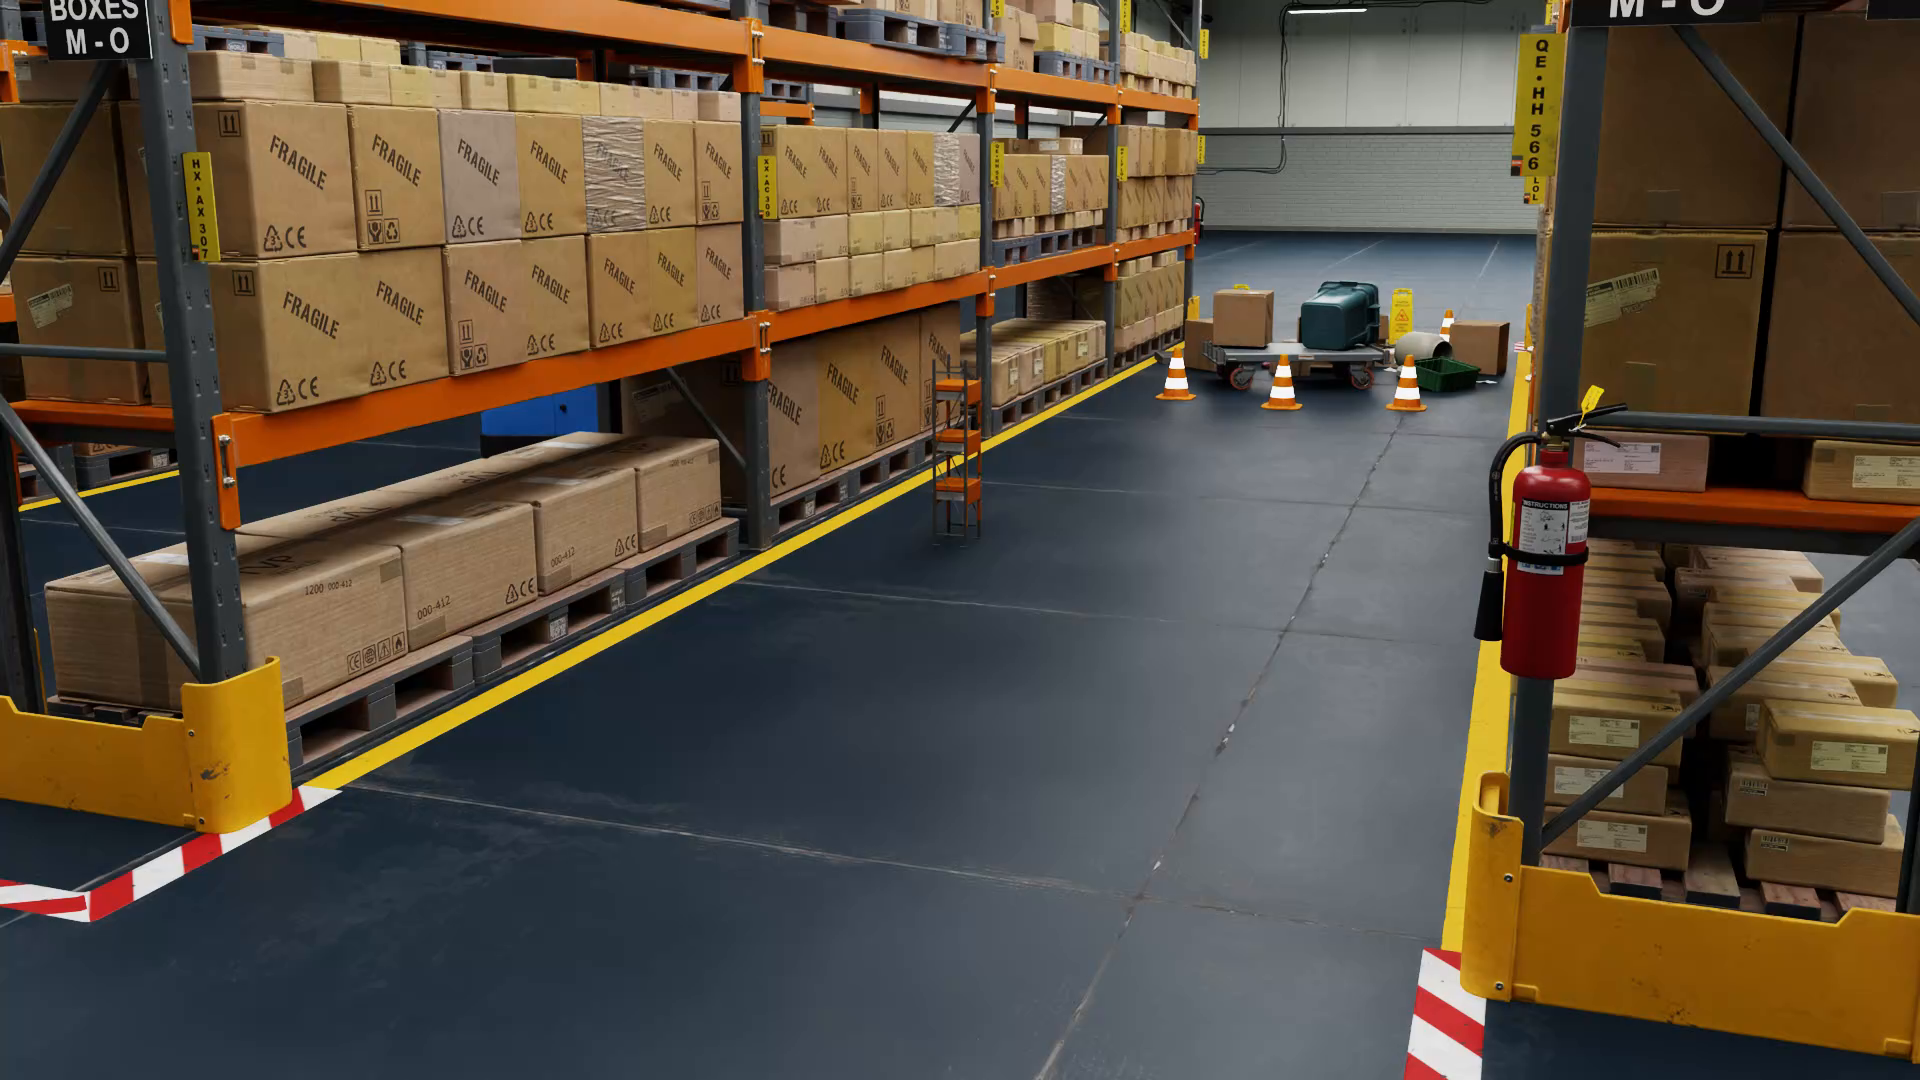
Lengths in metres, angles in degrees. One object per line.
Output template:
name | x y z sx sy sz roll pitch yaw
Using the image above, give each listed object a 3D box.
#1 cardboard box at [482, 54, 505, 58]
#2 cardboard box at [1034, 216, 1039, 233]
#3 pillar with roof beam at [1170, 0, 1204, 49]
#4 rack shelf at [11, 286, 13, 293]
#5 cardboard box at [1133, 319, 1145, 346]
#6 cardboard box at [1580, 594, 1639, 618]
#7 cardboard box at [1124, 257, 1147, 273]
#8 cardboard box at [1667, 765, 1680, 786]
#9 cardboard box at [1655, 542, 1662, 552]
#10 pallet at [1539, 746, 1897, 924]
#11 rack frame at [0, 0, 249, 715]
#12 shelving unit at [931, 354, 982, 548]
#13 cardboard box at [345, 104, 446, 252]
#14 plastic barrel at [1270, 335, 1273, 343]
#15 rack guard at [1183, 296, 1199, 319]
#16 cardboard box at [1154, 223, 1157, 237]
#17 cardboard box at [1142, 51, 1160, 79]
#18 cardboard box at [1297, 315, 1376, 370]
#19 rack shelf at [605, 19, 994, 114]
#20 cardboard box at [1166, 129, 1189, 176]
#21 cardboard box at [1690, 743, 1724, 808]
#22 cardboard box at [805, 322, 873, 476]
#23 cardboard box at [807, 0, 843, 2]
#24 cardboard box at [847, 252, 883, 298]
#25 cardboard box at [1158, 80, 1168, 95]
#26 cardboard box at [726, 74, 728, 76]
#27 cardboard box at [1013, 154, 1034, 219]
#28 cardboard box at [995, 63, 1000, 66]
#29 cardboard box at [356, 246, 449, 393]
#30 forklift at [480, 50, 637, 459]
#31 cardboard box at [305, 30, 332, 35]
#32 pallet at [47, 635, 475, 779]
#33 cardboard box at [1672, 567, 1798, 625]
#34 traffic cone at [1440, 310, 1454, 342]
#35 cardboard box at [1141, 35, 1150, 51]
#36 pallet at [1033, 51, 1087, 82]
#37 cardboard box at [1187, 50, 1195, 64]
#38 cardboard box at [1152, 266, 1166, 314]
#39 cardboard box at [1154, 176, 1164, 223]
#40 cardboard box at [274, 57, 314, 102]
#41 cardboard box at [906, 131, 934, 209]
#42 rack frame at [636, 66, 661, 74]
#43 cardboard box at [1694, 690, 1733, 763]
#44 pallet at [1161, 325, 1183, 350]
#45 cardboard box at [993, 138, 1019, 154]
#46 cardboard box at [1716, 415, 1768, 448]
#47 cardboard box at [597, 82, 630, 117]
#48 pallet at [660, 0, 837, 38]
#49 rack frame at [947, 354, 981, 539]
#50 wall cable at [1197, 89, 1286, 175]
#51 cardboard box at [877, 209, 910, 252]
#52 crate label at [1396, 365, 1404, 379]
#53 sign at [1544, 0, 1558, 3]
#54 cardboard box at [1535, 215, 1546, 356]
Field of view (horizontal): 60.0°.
cardboard box | -4.151 -4.751 15.426 0.500 0.500 0.500 5 14 20
cardboard box | 0.456 -2.704 14.214 0.380 0.149 0.250 5 14 21
pillar with roof beam | 10.345 -13.171 46.970 9.100 9.000 0.548 4 14 18
rack shelf | -5.593 -1.865 12.534 1.077 0.370 4.000 4 14 18
cardboard box | 1.655 -2.204 17.641 0.500 0.250 0.500 5 14 22
cardboard box | 2.089 0.282 5.638 0.380 0.149 0.250 5 14 20
cardboard box | 1.755 -2.903 17.560 0.380 0.149 0.250 5 14 21
cardboard box | 1.917 0.597 4.927 0.380 0.149 0.250 4 13 17
cardboard box | 3.665 -0.225 8.408 0.500 0.500 0.500 5 14 21
pallet | 2.201 0.914 5.007 1.003 0.211 1.213 4 14 18
rack frame | -2.836 -0.596 5.357 1.000 3.000 0.127 4 14 18
shelving unit | -0.017 -0.501 9.322 0.215 1.050 0.252 4 14 18
cardboard box | -2.251 -1.322 6.066 0.500 0.500 0.500 4 13 17
plastic barrel | 3.105 -2.165 18.020 0.421 0.421 0.512 -8 15 -30
rack guard | 2.316 -2.730 20.324 1.175 0.500 0.348 4 14 18
cardboard box | 1.930 -3.367 18.062 0.380 0.149 0.250 4 14 18
cardboard box | 1.780 -4.943 17.332 0.500 0.250 0.500 4 14 19
cardboard box | 3.873 -2.064 17.095 0.797 0.637 0.503 4 14 18
rack shelf | -0.895 -2.971 10.638 1.077 0.370 4.000 4 14 18
cardboard box | 2.144 -4.302 18.453 0.700 0.500 0.500 4 14 18
cardboard box | 2.434 0.724 5.040 0.380 0.149 0.250 5 14 19
cardboard box | -1.132 -0.934 10.669 0.875 0.875 0.875 5 14 20
cardboard box | -0.982 -3.318 9.376 0.500 0.500 0.500 4 13 17
cardboard box | -0.803 -1.654 10.331 0.500 0.250 0.500 4 14 18
cardboard box | 2.035 -4.883 17.962 0.380 0.149 0.250 4 14 18
cardboard box | -2.921 -5.648 19.349 0.797 0.503 0.637 5 14 20
cardboard box | 0.279 -2.867 13.471 0.500 0.500 0.500 5 14 21
cardboard box | 0.098 -3.785 12.890 0.396 0.266 0.258 4 14 18
cardboard box | -2.272 -0.833 6.173 0.500 0.500 0.500 4 13 18
forklift | -2.749 -2.163 12.379 1.130 2.935 3.031 0 13 -1
cardboard box | -5.083 -3.966 12.824 0.380 0.149 0.250 4 14 18
pallet | -2.651 0.590 6.429 1.003 0.211 1.213 4 14 18
cardboard box | 2.769 0.210 5.951 0.380 0.149 0.250 4 14 19
traffic cone | 5.542 -2.383 18.888 0.336 0.463 0.334 4 14 18
cardboard box | 1.718 -5.059 16.943 0.380 0.149 0.250 4 14 18
pallet | 0.413 -4.152 14.620 1.213 0.211 1.003 4 14 18
cardboard box | 2.511 -5.601 19.317 0.380 0.149 0.250 4 14 19
cardboard box | 1.993 -2.791 18.525 0.500 0.500 0.500 4 13 17
cardboard box | 1.912 -3.709 18.102 0.500 0.500 0.500 5 14 19
cardboard box | -2.442 -1.563 5.666 0.380 0.149 0.250 5 14 20
cardboard box | -0.493 -2.476 11.123 0.500 0.500 0.500 4 14 18
rack frame | -3.651 -6.404 17.321 1.000 3.000 0.127 4 14 18
cardboard box | 2.430 0.576 5.017 0.380 0.149 0.250 5 14 19
pallet | 2.020 -2.420 19.618 1.003 0.211 1.213 4 14 18
cardboard box | 0.306 -3.527 14.906 0.380 0.149 0.250 5 14 22
cardboard box | 2.430 -0.356 4.873 0.380 0.149 0.250 5 14 21
cardboard box | -1.730 -1.993 7.550 0.380 0.149 0.250 4 14 18
pallet | -1.292 -3.004 9.595 0.805 0.209 1.217 4 13 16
rack frame | 0.022 -0.526 9.434 0.200 1.050 0.008 4 14 18
wall cable | 8.476 -12.492 50.974 3.097 2.526 0.112 4 14 18
cardboard box | -0.640 -2.004 10.739 0.500 0.250 0.500 4 13 17
crate label | 4.463 -1.648 16.399 0.298 0.136 0.250 -5 14 -21
sign | 3.946 -3.740 11.051 0.100 0.325 0.005 4 14 18
cardboard box | 2.280 -0.887 5.741 0.500 0.500 0.500 5 14 21
